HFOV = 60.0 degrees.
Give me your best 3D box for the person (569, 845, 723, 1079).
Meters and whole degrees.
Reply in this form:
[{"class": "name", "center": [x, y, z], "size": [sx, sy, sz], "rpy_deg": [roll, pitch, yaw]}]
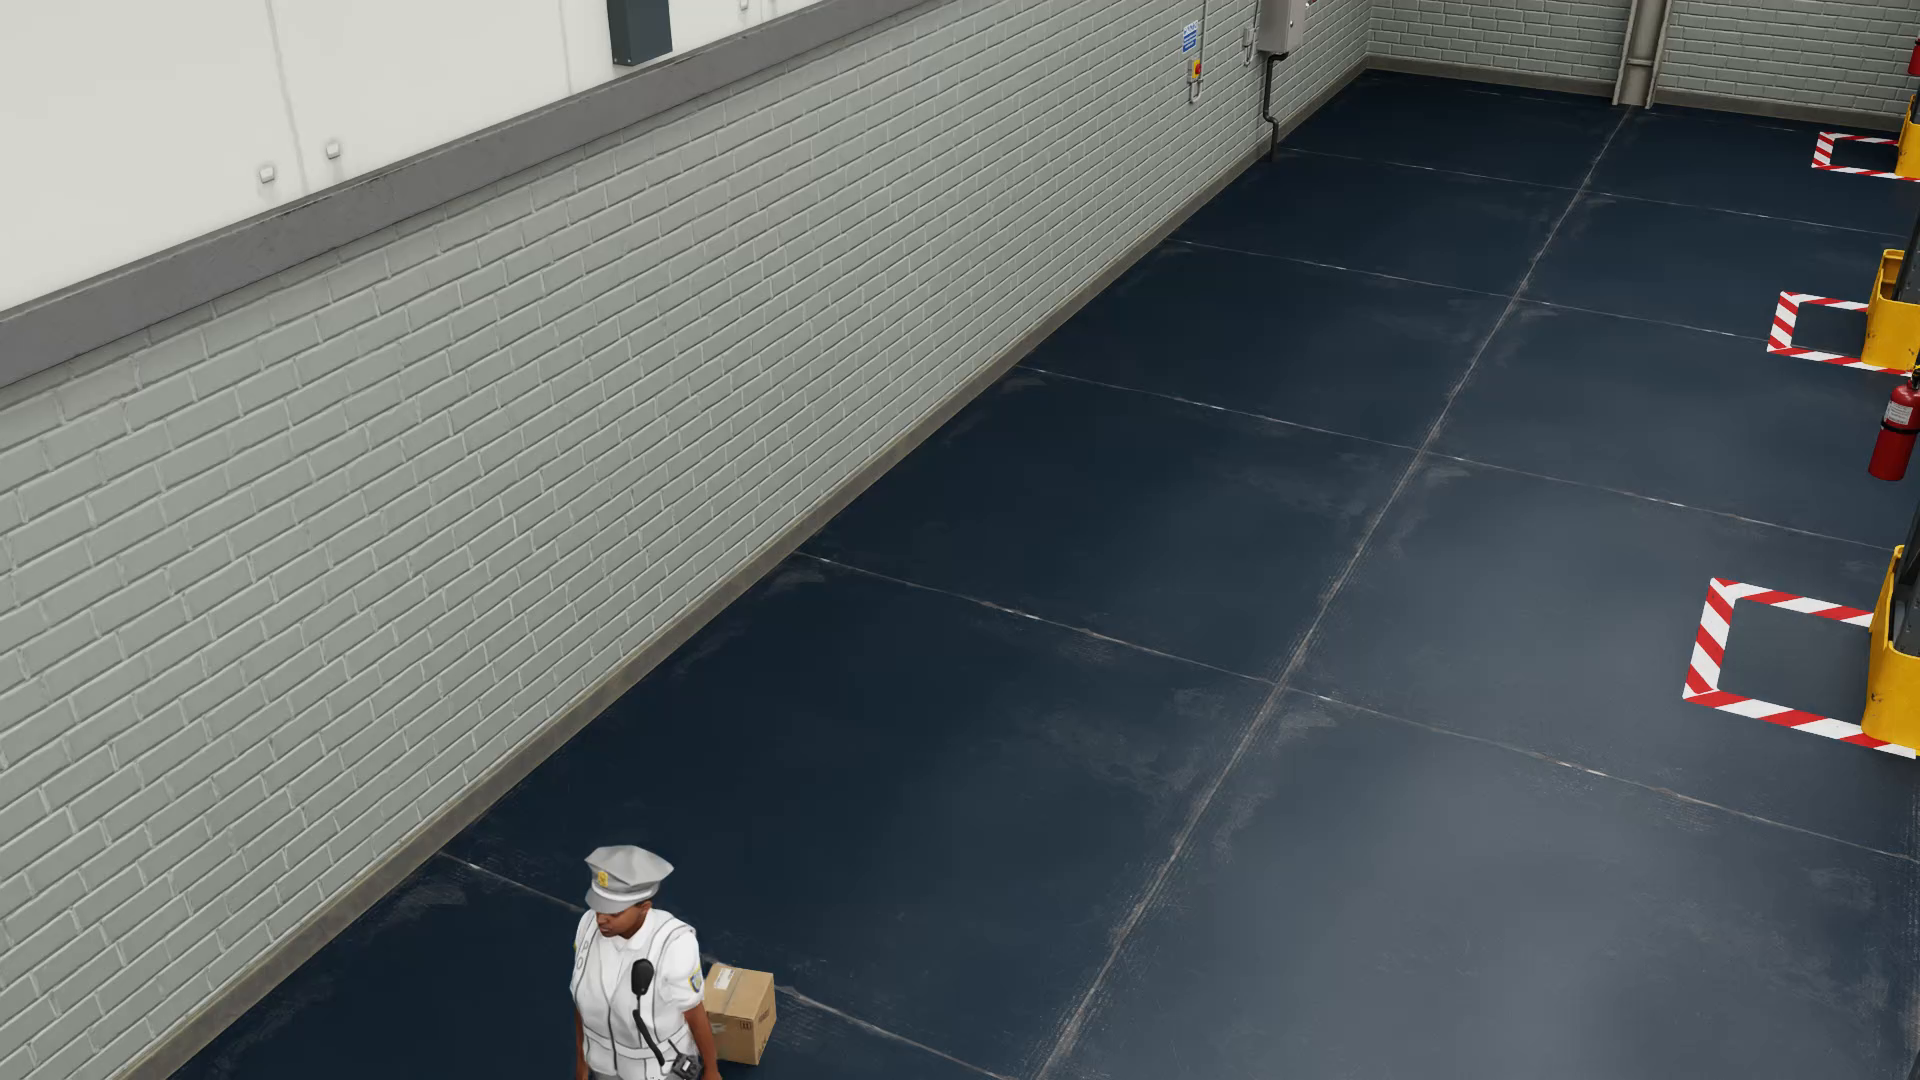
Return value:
[{"class": "person", "center": [-1.029, 1.705, 5.338], "size": [0.484, 1.741, 0.489], "rpy_deg": [14, 33, 23]}]
